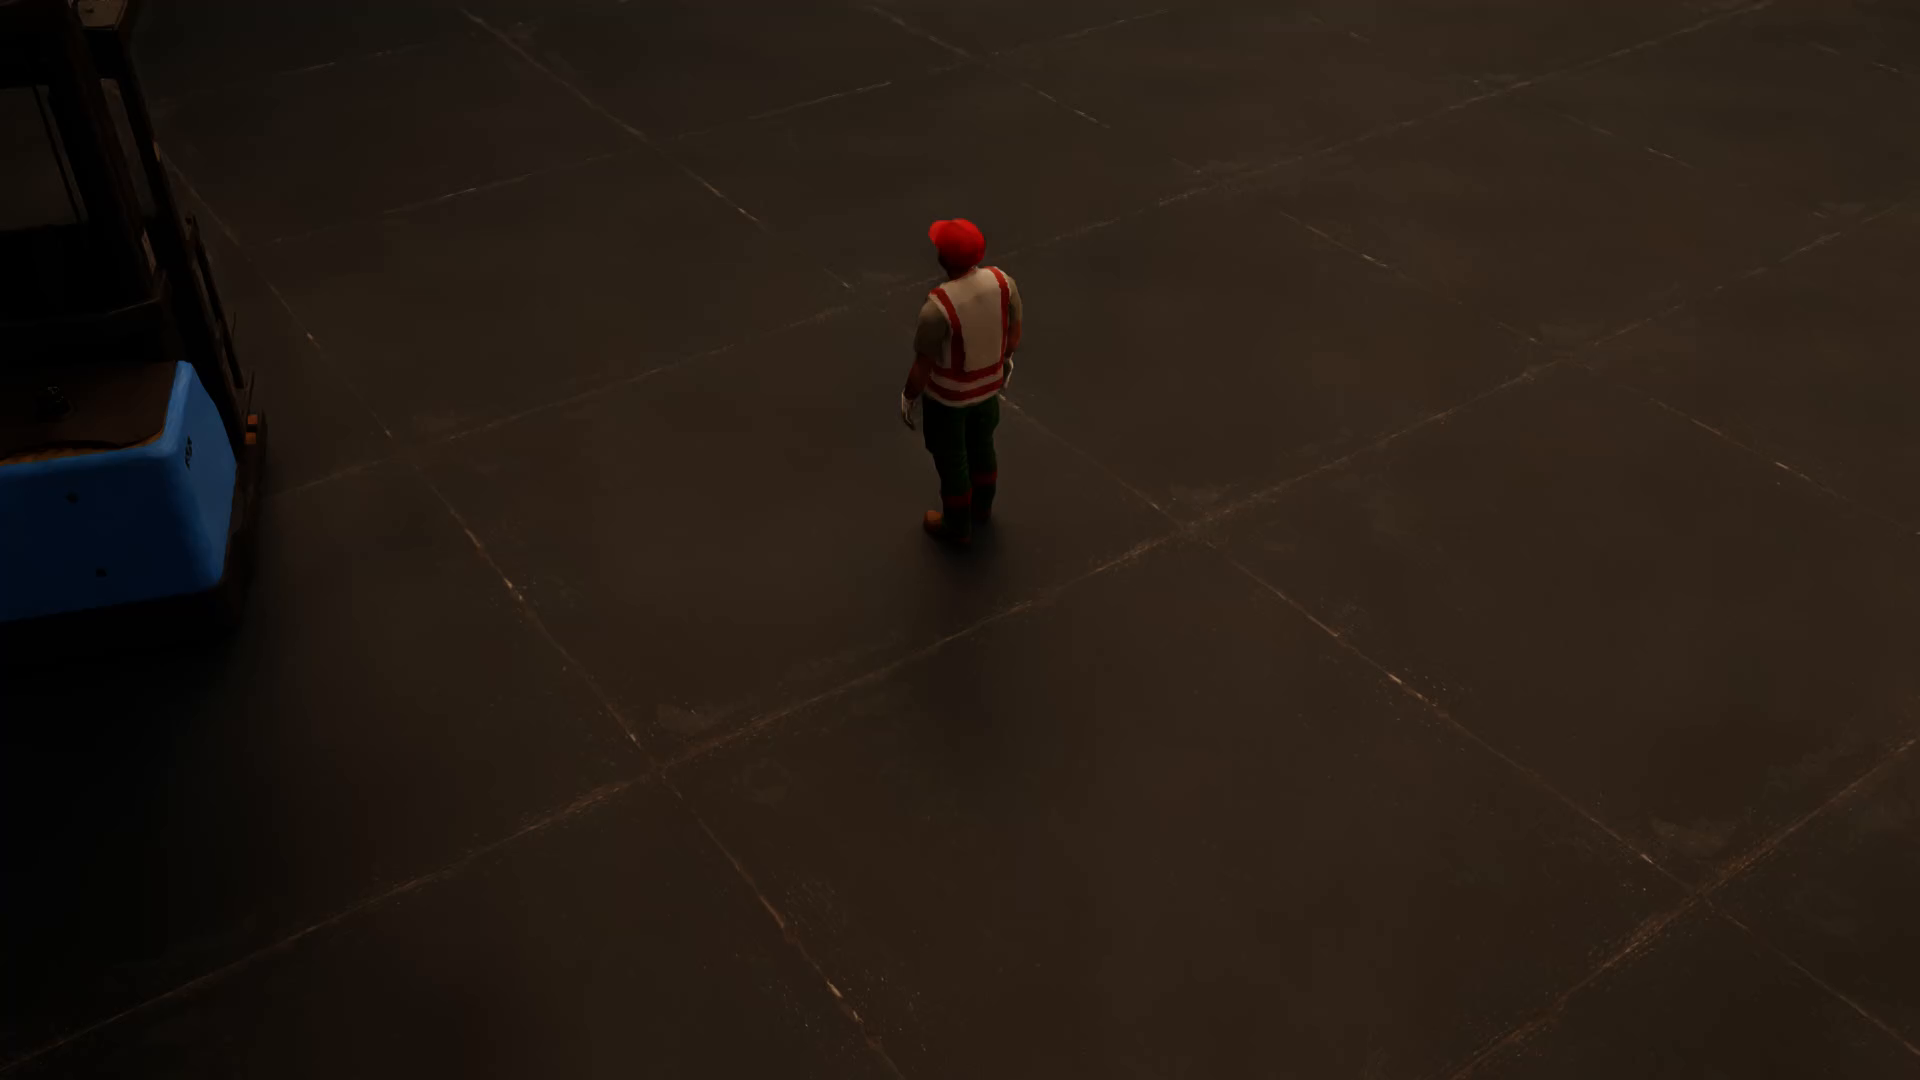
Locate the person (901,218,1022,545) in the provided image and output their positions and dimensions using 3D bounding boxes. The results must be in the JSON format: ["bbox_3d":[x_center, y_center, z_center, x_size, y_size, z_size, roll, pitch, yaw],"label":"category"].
[{"bbox_3d":[-0.037,-0.768,7.932,0.637,1.787,0.563,-23,42,-28],"label":"person"}]

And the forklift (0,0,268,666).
[{"bbox_3d":[-4.266,-1.487,7.956,1.130,2.935,3.031,-9,37,-12],"label":"forklift"}]
